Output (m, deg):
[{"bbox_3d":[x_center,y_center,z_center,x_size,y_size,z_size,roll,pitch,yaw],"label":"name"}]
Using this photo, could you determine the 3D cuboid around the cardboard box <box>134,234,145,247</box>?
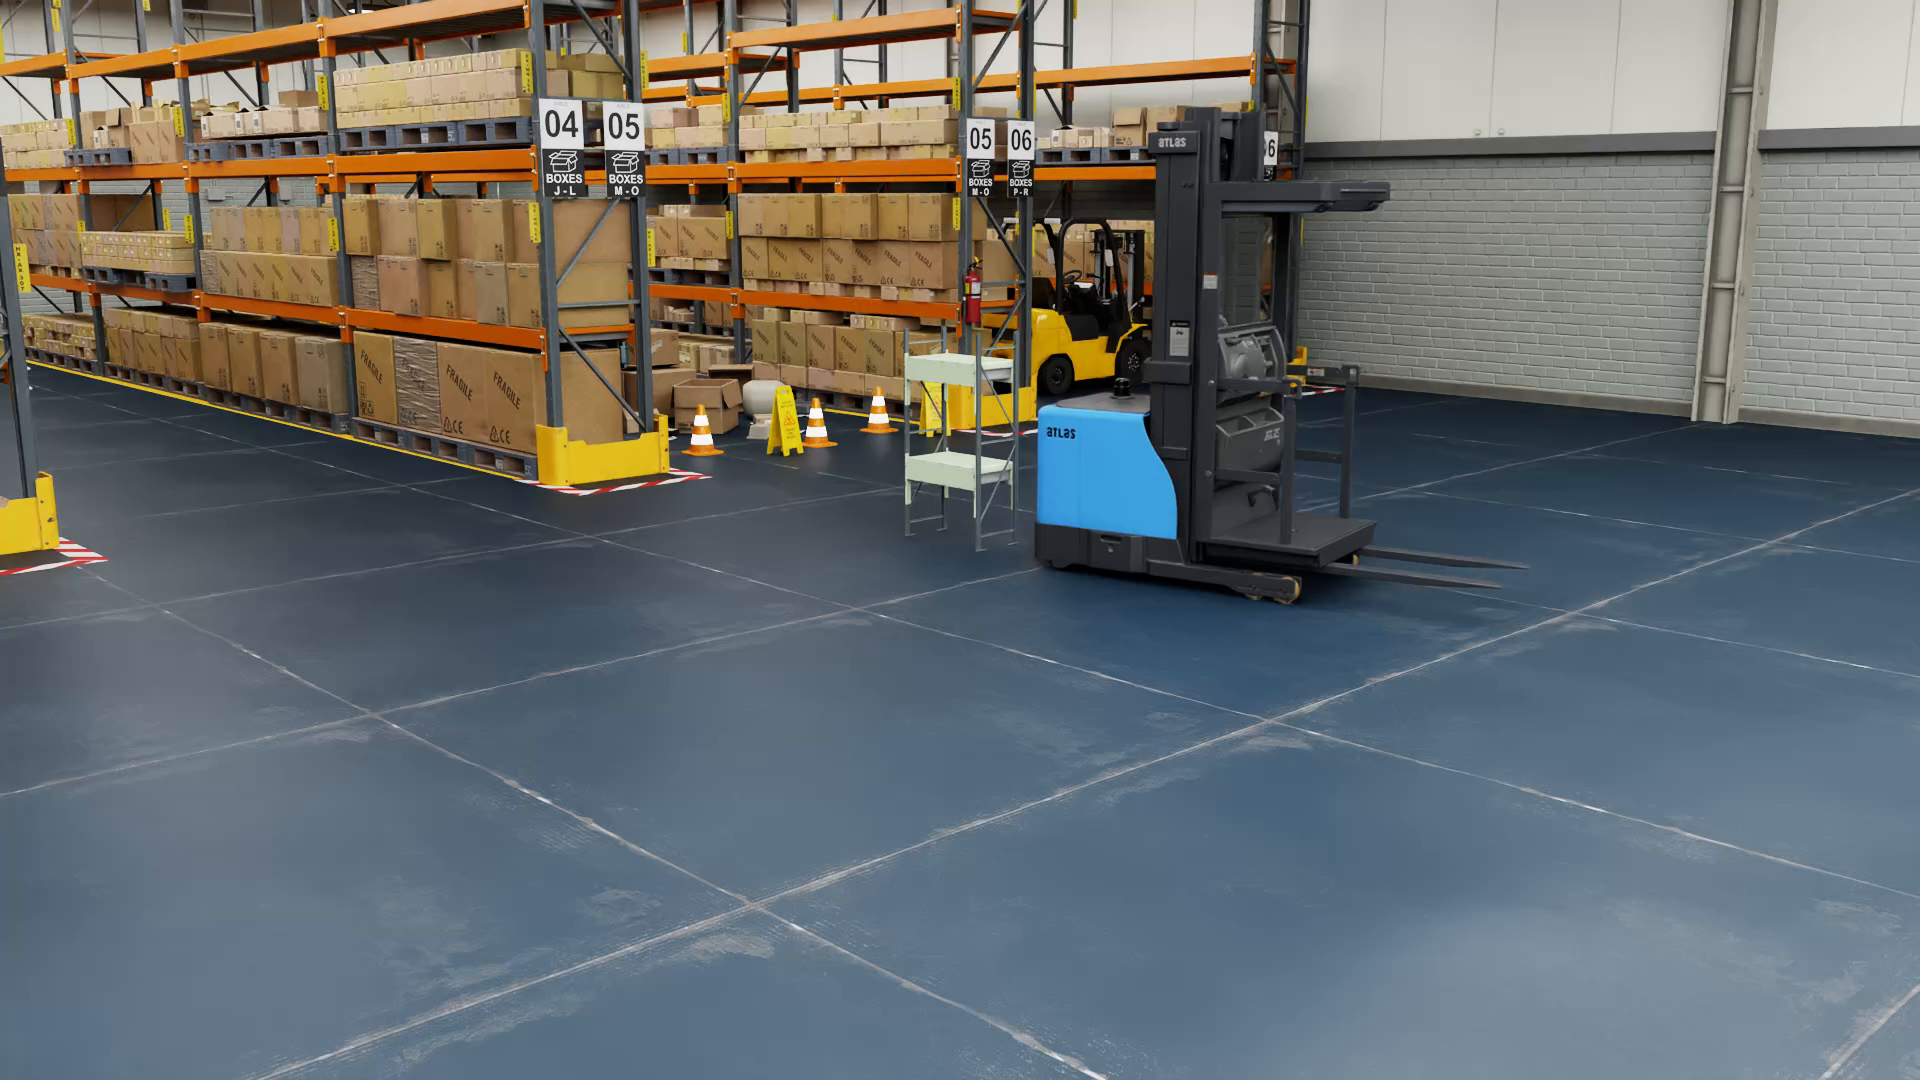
[{"bbox_3d":[-10.026,-3.726,20.673,0.380,0.149,0.250,-11,16,-43],"label":"cardboard box"}]

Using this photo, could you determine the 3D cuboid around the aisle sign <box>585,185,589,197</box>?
[{"bbox_3d":[-7.341,-7.002,32.021,0.394,0.787,0.004,-11,16,-43],"label":"aisle sign"}]

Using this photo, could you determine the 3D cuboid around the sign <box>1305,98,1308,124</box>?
[{"bbox_3d":[4.374,-5.437,21.071,0.100,0.325,0.005,-11,16,-43],"label":"sign"}]

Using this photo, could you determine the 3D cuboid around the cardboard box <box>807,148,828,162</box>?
[{"bbox_3d":[-1.517,-4.382,18.936,0.380,0.149,0.250,-11,16,-44],"label":"cardboard box"}]

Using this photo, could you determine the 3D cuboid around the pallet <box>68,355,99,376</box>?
[{"bbox_3d":[-11.906,-2.506,23.553,1.003,0.211,1.213,-11,16,-43],"label":"pallet"}]

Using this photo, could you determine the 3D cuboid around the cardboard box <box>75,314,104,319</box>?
[{"bbox_3d":[-13.227,-3.357,25.321,0.380,0.149,0.250,-11,16,-44],"label":"cardboard box"}]

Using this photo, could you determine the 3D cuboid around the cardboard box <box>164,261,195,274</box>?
[{"bbox_3d":[-9.327,-3.286,20.008,0.380,0.149,0.250,-11,16,-42],"label":"cardboard box"}]

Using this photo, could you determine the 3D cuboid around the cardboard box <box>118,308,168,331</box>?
[{"bbox_3d":[-10.728,-2.906,21.877,0.500,0.250,0.500,-10,16,-41],"label":"cardboard box"}]

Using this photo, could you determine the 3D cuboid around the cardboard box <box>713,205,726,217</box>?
[{"bbox_3d":[-3.275,-4.296,21.697,0.380,0.149,0.250,-10,15,-39],"label":"cardboard box"}]

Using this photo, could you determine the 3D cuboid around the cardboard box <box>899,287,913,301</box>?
[{"bbox_3d":[-0.449,-2.696,18.185,0.380,0.149,0.250,-11,16,-44],"label":"cardboard box"}]

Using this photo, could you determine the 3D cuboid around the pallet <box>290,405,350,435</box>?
[{"bbox_3d":[-6.479,-1.348,17.930,1.003,0.211,1.213,-11,16,-43],"label":"pallet"}]

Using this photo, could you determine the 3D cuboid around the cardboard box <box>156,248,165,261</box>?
[{"bbox_3d":[-9.510,-3.471,20.169,0.380,0.149,0.250,-10,15,-40],"label":"cardboard box"}]

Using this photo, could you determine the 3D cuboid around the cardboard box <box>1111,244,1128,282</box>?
[{"bbox_3d":[2.378,-3.732,22.345,0.500,0.500,0.500,-11,16,-42],"label":"cardboard box"}]

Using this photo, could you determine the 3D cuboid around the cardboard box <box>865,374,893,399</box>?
[{"bbox_3d":[-0.724,-1.748,18.737,0.500,0.250,0.500,-11,16,-42],"label":"cardboard box"}]

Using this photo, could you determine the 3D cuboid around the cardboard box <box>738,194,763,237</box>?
[{"bbox_3d":[-2.234,-3.906,19.973,0.700,0.500,0.500,-11,16,-43],"label":"cardboard box"}]

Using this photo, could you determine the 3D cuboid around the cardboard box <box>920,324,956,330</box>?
[{"bbox_3d":[-0.357,-2.194,19.041,0.500,0.500,0.500,11,16,43],"label":"cardboard box"}]

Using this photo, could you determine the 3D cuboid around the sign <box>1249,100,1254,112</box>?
[{"bbox_3d":[3.566,-5.215,20.358,0.100,0.325,0.005,-11,16,-43],"label":"sign"}]

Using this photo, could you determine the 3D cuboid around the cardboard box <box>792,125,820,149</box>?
[{"bbox_3d":[-1.576,-4.606,19.036,0.500,0.250,0.500,-11,16,-42],"label":"cardboard box"}]

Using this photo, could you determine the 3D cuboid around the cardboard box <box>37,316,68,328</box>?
[{"bbox_3d":[-13.473,-3.237,24.739,0.250,0.149,0.380,11,16,42],"label":"cardboard box"}]

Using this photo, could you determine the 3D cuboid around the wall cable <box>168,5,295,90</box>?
[{"bbox_3d":[-14.255,-8.901,32.814,2.355,3.000,0.029,-11,16,-43],"label":"wall cable"}]

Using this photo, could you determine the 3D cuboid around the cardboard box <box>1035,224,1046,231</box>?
[{"bbox_3d":[1.212,-4.433,23.401,0.380,0.149,0.250,-10,16,-41],"label":"cardboard box"}]

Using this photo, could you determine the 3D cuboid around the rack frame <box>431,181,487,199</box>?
[{"bbox_3d":[-7.906,-4.483,26.240,1.000,3.000,0.127,-11,16,-43],"label":"rack frame"}]

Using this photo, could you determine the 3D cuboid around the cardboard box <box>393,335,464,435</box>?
[{"bbox_3d":[-4.883,-1.544,16.196,0.875,0.875,0.875,-11,16,-42],"label":"cardboard box"}]

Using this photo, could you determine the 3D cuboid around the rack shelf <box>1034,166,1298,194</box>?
[{"bbox_3d":[2.587,-4.833,22.286,1.077,0.370,4.000,-11,16,-43],"label":"rack shelf"}]

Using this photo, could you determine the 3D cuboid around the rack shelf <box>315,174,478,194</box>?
[{"bbox_3d":[-9.287,-5.892,27.426,1.077,0.370,4.000,-11,16,-43],"label":"rack shelf"}]

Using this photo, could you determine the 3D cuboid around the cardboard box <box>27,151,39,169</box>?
[{"bbox_3d":[-12.979,-5.430,23.770,0.500,0.250,0.500,-11,16,-43],"label":"cardboard box"}]

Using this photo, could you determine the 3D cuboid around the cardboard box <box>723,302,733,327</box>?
[{"bbox_3d":[-3.773,-3.979,28.944,0.500,0.500,0.500,-11,16,-43],"label":"cardboard box"}]

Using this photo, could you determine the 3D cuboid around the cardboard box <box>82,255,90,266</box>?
[{"bbox_3d":[-11.477,-3.740,22.213,0.250,0.149,0.380,11,16,42],"label":"cardboard box"}]

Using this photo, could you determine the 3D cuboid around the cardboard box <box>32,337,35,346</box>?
[{"bbox_3d":[-13.808,-3.024,25.181,0.380,0.149,0.250,-11,16,-43],"label":"cardboard box"}]

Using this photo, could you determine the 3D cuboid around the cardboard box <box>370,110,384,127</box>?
[{"bbox_3d":[-5.362,-4.001,15.798,0.380,0.149,0.250,-11,16,-43],"label":"cardboard box"}]

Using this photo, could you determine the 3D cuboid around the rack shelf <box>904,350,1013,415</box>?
[{"bbox_3d":[0.005,-1.116,11.677,0.431,0.370,0.720,-11,16,-43],"label":"rack shelf"}]

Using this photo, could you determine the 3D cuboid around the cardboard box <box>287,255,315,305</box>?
[{"bbox_3d":[-6.794,-2.773,17.690,0.500,0.500,0.500,-11,16,-43],"label":"cardboard box"}]

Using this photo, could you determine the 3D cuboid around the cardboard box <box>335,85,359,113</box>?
[{"bbox_3d":[-5.757,-4.297,16.247,0.500,0.250,0.500,-11,16,-42],"label":"cardboard box"}]

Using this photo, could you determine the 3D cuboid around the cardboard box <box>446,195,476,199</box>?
[{"bbox_3d":[-7.936,-5.422,26.462,0.380,0.149,0.250,-11,16,-43],"label":"cardboard box"}]

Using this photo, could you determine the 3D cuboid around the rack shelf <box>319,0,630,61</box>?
[{"bbox_3d":[-4.511,-4.710,15.244,1.077,0.370,4.000,-11,16,-43],"label":"rack shelf"}]

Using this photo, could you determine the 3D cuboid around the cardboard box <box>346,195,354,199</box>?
[{"bbox_3d":[-10.100,-5.715,27.885,0.250,0.149,0.380,11,16,43],"label":"cardboard box"}]

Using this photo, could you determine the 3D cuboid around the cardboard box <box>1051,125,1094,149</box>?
[{"bbox_3d":[1.604,-5.533,22.832,0.500,0.311,0.500,-10,16,-41],"label":"cardboard box"}]

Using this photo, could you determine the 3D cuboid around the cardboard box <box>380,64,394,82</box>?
[{"bbox_3d":[-5.181,-4.354,15.534,0.380,0.149,0.250,-11,16,-42],"label":"cardboard box"}]

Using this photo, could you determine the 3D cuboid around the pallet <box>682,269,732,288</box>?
[{"bbox_3d":[-2.804,-3.354,21.232,1.003,0.211,1.213,-11,16,-43],"label":"pallet"}]

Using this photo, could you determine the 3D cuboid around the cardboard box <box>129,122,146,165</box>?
[{"bbox_3d":[-9.929,-4.906,20.609,0.500,0.500,0.500,-11,16,-43],"label":"cardboard box"}]

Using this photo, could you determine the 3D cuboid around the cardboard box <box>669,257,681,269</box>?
[{"bbox_3d":[-3.488,-3.545,21.269,0.380,0.149,0.250,-11,16,-42],"label":"cardboard box"}]

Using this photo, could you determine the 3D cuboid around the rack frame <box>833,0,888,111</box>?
[{"bbox_3d":[-1.556,-7.530,26.161,1.000,3.000,0.127,-11,16,-43],"label":"rack frame"}]

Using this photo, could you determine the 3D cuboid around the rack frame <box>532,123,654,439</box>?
[{"bbox_3d":[-3.129,-2.028,14.320,1.000,3.000,0.127,-11,16,-43],"label":"rack frame"}]

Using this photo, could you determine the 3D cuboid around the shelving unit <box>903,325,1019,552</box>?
[{"bbox_3d":[0.005,-0.734,11.755,0.431,1.500,0.755,-11,16,-43],"label":"shelving unit"}]

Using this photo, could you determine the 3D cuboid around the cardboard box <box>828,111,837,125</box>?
[{"bbox_3d":[-1.267,-4.746,18.726,0.380,0.149,0.250,-10,16,-41],"label":"cardboard box"}]

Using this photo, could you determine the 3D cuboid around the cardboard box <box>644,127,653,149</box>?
[{"bbox_3d":[-4.070,-5.201,22.032,0.797,0.503,0.637,-11,16,-43],"label":"cardboard box"}]

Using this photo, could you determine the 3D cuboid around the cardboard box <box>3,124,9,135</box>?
[{"bbox_3d":[-13.822,-6.030,24.458,0.380,0.149,0.250,-11,16,-43],"label":"cardboard box"}]

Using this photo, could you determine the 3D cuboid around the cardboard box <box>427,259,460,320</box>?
[{"bbox_3d":[-4.506,-2.397,15.741,0.875,0.550,0.500,-11,16,-43],"label":"cardboard box"}]

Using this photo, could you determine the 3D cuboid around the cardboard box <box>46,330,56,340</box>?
[{"bbox_3d":[-13.271,-3.056,24.599,0.250,0.149,0.380,11,16,42],"label":"cardboard box"}]

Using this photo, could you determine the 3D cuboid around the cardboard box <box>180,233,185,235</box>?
[{"bbox_3d":[-9.742,-3.855,21.298,0.380,0.149,0.250,-10,15,-41],"label":"cardboard box"}]

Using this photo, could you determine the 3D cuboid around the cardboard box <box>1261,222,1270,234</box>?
[{"bbox_3d":[3.891,-4.016,21.376,0.380,0.149,0.250,-11,16,-44],"label":"cardboard box"}]

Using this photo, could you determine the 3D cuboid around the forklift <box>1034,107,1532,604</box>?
[{"bbox_3d":[2.005,-1.170,10.329,3.031,2.935,1.130,8,14,32],"label":"forklift"}]

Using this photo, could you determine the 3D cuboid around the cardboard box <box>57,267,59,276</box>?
[{"bbox_3d":[-12.688,-3.856,23.816,0.380,0.149,0.250,-11,16,-43],"label":"cardboard box"}]

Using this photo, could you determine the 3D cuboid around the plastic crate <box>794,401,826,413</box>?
[{"bbox_3d":[-1.890,-1.543,19.201,0.583,0.080,0.402,6,13,26],"label":"plastic crate"}]
